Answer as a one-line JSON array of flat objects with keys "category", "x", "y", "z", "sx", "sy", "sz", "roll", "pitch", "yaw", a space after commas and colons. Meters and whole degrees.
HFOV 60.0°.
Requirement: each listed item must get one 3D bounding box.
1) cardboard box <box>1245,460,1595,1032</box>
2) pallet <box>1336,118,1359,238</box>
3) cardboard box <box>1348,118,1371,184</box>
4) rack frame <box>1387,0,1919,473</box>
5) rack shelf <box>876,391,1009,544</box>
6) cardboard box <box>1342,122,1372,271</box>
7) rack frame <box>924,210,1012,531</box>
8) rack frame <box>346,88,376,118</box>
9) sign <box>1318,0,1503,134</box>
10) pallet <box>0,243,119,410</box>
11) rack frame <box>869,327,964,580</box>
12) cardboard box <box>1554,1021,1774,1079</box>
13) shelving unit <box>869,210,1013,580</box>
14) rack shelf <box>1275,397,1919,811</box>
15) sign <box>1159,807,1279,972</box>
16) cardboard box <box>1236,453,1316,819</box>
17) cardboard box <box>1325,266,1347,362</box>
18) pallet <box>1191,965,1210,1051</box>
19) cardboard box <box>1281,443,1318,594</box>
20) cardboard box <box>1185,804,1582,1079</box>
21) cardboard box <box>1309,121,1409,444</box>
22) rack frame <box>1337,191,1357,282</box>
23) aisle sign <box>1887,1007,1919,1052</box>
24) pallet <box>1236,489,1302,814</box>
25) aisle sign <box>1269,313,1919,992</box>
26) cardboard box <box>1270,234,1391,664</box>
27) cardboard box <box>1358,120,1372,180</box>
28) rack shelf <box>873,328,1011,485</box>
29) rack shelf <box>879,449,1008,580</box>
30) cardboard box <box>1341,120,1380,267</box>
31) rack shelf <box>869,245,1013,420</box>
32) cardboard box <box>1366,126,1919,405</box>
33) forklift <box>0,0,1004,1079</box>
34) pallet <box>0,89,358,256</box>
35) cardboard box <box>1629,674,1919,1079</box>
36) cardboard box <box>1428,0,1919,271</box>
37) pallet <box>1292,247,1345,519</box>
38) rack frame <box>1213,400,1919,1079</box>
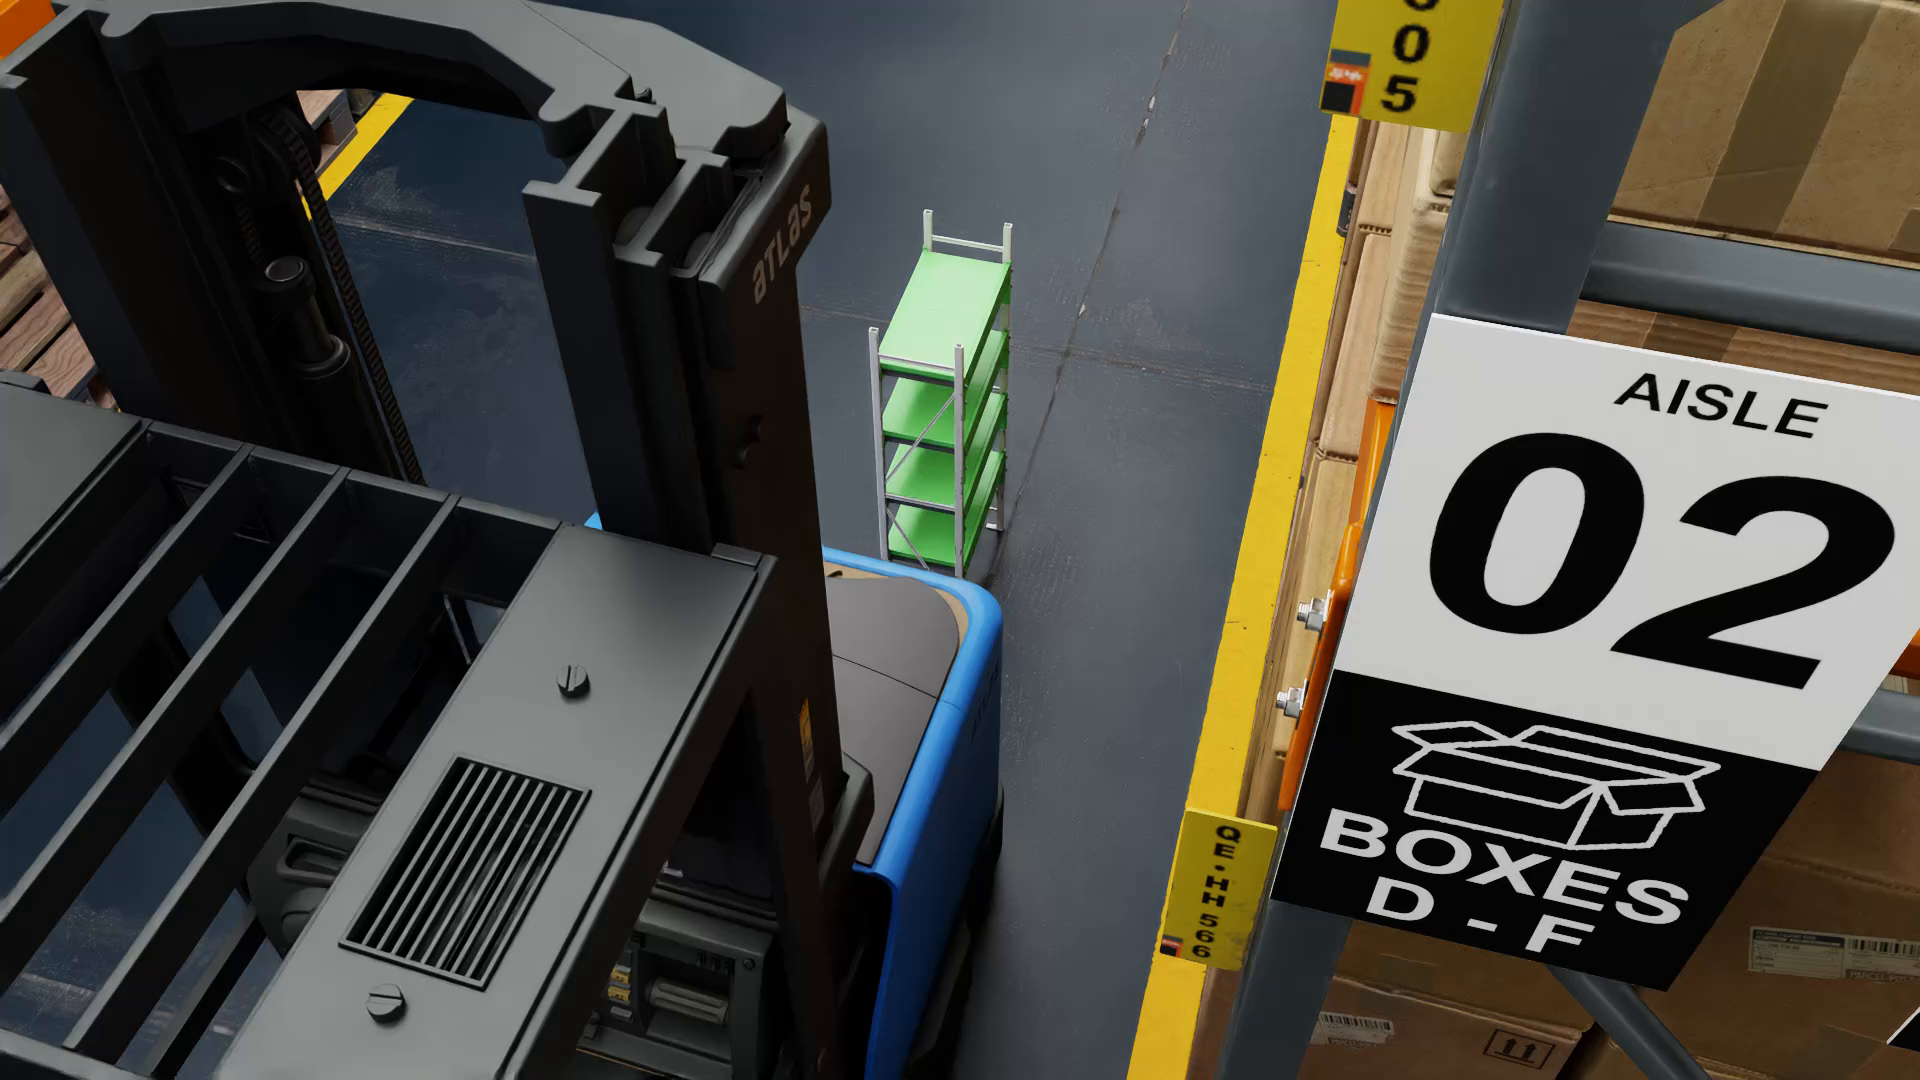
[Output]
[{"category": "cardboard box", "x": 0.674, "y": 0.278, "z": 2.270, "sx": 0.500, "sy": 0.500, "sz": 0.500, "roll": 11, "pitch": 50, "yaw": 10}, {"category": "pallet", "x": 2.053, "y": -1.548, "z": 6.475, "sx": 1.003, "sy": 0.211, "sz": 1.213, "roll": 12, "pitch": 50, "yaw": 10}, {"category": "cardboard box", "x": 1.729, "y": -1.607, "z": 6.041, "sx": 0.500, "sy": 0.500, "sz": 0.500, "roll": 11, "pitch": 50, "yaw": 10}, {"category": "rack frame", "x": 0.823, "y": -0.967, "z": 0.101, "sx": 1.000, "sy": 3.000, "sz": 0.127, "roll": 12, "pitch": 50, "yaw": 10}, {"category": "rack shelf", "x": -0.044, "y": -0.235, "z": 4.742, "sx": 0.258, "sy": 0.148, "sz": 0.480, "roll": 12, "pitch": 50, "yaw": 10}, {"category": "cardboard box", "x": 1.213, "y": -0.861, "z": 3.942, "sx": 0.500, "sy": 0.500, "sz": 0.500, "roll": 11, "pitch": 50, "yaw": 10}, {"category": "rack frame", "x": 0.021, "y": -0.454, "z": 4.850, "sx": 0.240, "sy": 1.200, "sz": 0.015, "roll": 12, "pitch": 50, "yaw": 10}, {"category": "rack frame", "x": -2.902, "y": -2.855, "z": 5.769, "sx": 1.000, "sy": 3.000, "sz": 0.127, "roll": 12, "pitch": 50, "yaw": 10}, {"category": "sign", "x": 0.292, "y": -0.391, "z": 1.003, "sx": 0.100, "sy": 0.325, "sz": 0.005, "roll": 12, "pitch": 50, "yaw": 10}, {"category": "pallet", "x": -3.378, "y": -0.508, "z": 5.557, "sx": 1.003, "sy": 0.211, "sz": 1.213, "roll": 12, "pitch": 50, "yaw": 10}, {"category": "rack frame", "x": -0.108, "y": -0.101, "z": 4.539, "sx": 0.240, "sy": 1.200, "sz": 0.015, "roll": 12, "pitch": 50, "yaw": 10}, {"category": "cardboard box", "x": 1.194, "y": 0.716, "z": 2.550, "sx": 0.500, "sy": 0.500, "sz": 0.500, "roll": 13, "pitch": 50, "yaw": 11}, {"category": "shelving unit", "x": -0.044, "y": -0.277, "z": 4.694, "sx": 0.258, "sy": 1.200, "sz": 0.503, "roll": 12, "pitch": 50, "yaw": 10}, {"category": "rack shelf", "x": 1.349, "y": -1.183, "z": 2.772, "sx": 1.077, "sy": 0.370, "sz": 4.000, "roll": 12, "pitch": 50, "yaw": 10}, {"category": "sign", "x": 0.292, "y": 0.407, "z": 1.907, "sx": 0.100, "sy": 0.325, "sz": 0.005, "roll": 12, "pitch": 50, "yaw": 10}, {"category": "cardboard box", "x": 0.811, "y": 0.232, "z": 2.978, "sx": 0.500, "sy": 0.500, "sz": 0.500, "roll": 12, "pitch": 50, "yaw": 10}, {"category": "cardboard box", "x": 1.080, "y": -0.493, "z": 3.617, "sx": 0.500, "sy": 0.500, "sz": 0.500, "roll": 11, "pitch": 49, "yaw": 10}, {"category": "pallet", "x": 1.052, "y": 1.309, "z": 3.954, "sx": 1.003, "sy": 0.211, "sz": 1.213, "roll": 12, "pitch": 50, "yaw": 10}, {"category": "cardboard box", "x": 0.948, "y": -0.128, "z": 3.296, "sx": 0.500, "sy": 0.500, "sz": 0.500, "roll": 12, "pitch": 50, "yaw": 10}, {"category": "cardboard box", "x": 0.678, "y": 0.608, "z": 2.646, "sx": 0.500, "sy": 0.500, "sz": 0.500, "roll": 13, "pitch": 50, "yaw": 11}, {"category": "cardboard box", "x": 0.939, "y": -0.463, "z": 2.925, "sx": 0.500, "sy": 0.500, "sz": 0.500, "roll": 13, "pitch": 50, "yaw": 11}, {"category": "rack frame", "x": 1.875, "y": -1.875, "z": 4.904, "sx": 1.000, "sy": 3.000, "sz": 0.127, "roll": 12, "pitch": 50, "yaw": 10}, {"category": "aisle sign", "x": 1.088, "y": 0.265, "z": 1.281, "sx": 0.394, "sy": 0.787, "sz": 0.004, "roll": 12, "pitch": 50, "yaw": 10}, {"category": "pallet", "x": 1.375, "y": 0.430, "z": 4.730, "sx": 1.003, "sy": 0.211, "sz": 1.213, "roll": 12, "pitch": 50, "yaw": 10}, {"category": "aisle sign", "x": 0.509, "y": 0.147, "z": 1.386, "sx": 0.394, "sy": 0.787, "sz": 0.004, "roll": 12, "pitch": 50, "yaw": 10}, {"category": "cardboard box", "x": 0.807, "y": -0.087, "z": 2.593, "sx": 0.500, "sy": 0.500, "sz": 0.500, "roll": 13, "pitch": 50, "yaw": 11}, {"category": "cardboard box", "x": 1.347, "y": -1.222, "z": 4.261, "sx": 0.500, "sy": 0.500, "sz": 0.500, "roll": 12, "pitch": 50, "yaw": 11}, {"category": "rack shelf", "x": -0.044, "y": -0.394, "z": 4.562, "sx": 0.258, "sy": 0.148, "sz": 0.480, "roll": 12, "pitch": 50, "yaw": 10}, {"category": "rack shelf", "x": -0.044, "y": -0.076, "z": 4.922, "sx": 0.258, "sy": 0.148, "sz": 0.480, "roll": 12, "pitch": 50, "yaw": 10}, {"category": "cardboard box", "x": 1.074, "y": -0.835, "z": 3.253, "sx": 0.500, "sy": 0.500, "sz": 0.500, "roll": 13, "pitch": 50, "yaw": 11}, {"category": "rack shelf", "x": -0.044, "y": -0.553, "z": 4.383, "sx": 0.258, "sy": 0.148, "sz": 0.480, "roll": 12, "pitch": 50, "yaw": 10}, {"category": "cardboard box", "x": 0.703, "y": -0.348, "z": 1.656, "sx": 0.500, "sy": 0.250, "sz": 0.500, "roll": 12, "pitch": 50, "yaw": 10}, {"category": "forklift", "x": -0.816, "y": 0.797, "z": 2.592, "sx": 1.130, "sy": 2.935, "sz": 3.031, "roll": 13, "pitch": 50, "yaw": 11}, {"category": "pallet", "x": -3.058, "y": -1.393, "z": 6.338, "sx": 1.003, "sy": 0.211, "sz": 1.213, "roll": 12, "pitch": 50, "yaw": 10}, {"category": "cardboard box", "x": 1.194, "y": 0.385, "z": 2.176, "sx": 0.500, "sy": 0.500, "sz": 0.500, "roll": 13, "pitch": 50, "yaw": 11}, {"category": "cardboard box", "x": 0.712, "y": -0.512, "z": 1.467, "sx": 0.500, "sy": 0.250, "sz": 0.500, "roll": 12, "pitch": 50, "yaw": 10}, {"category": "pallet", "x": 1.694, "y": -0.456, "z": 5.511, "sx": 1.003, "sy": 0.211, "sz": 1.213, "roll": 12, "pitch": 50, "yaw": 10}, {"category": "rack frame", "x": 0.823, "y": 1.018, "z": 2.351, "sx": 1.000, "sy": 3.000, "sz": 0.127, "roll": 12, "pitch": 50, "yaw": 10}]
